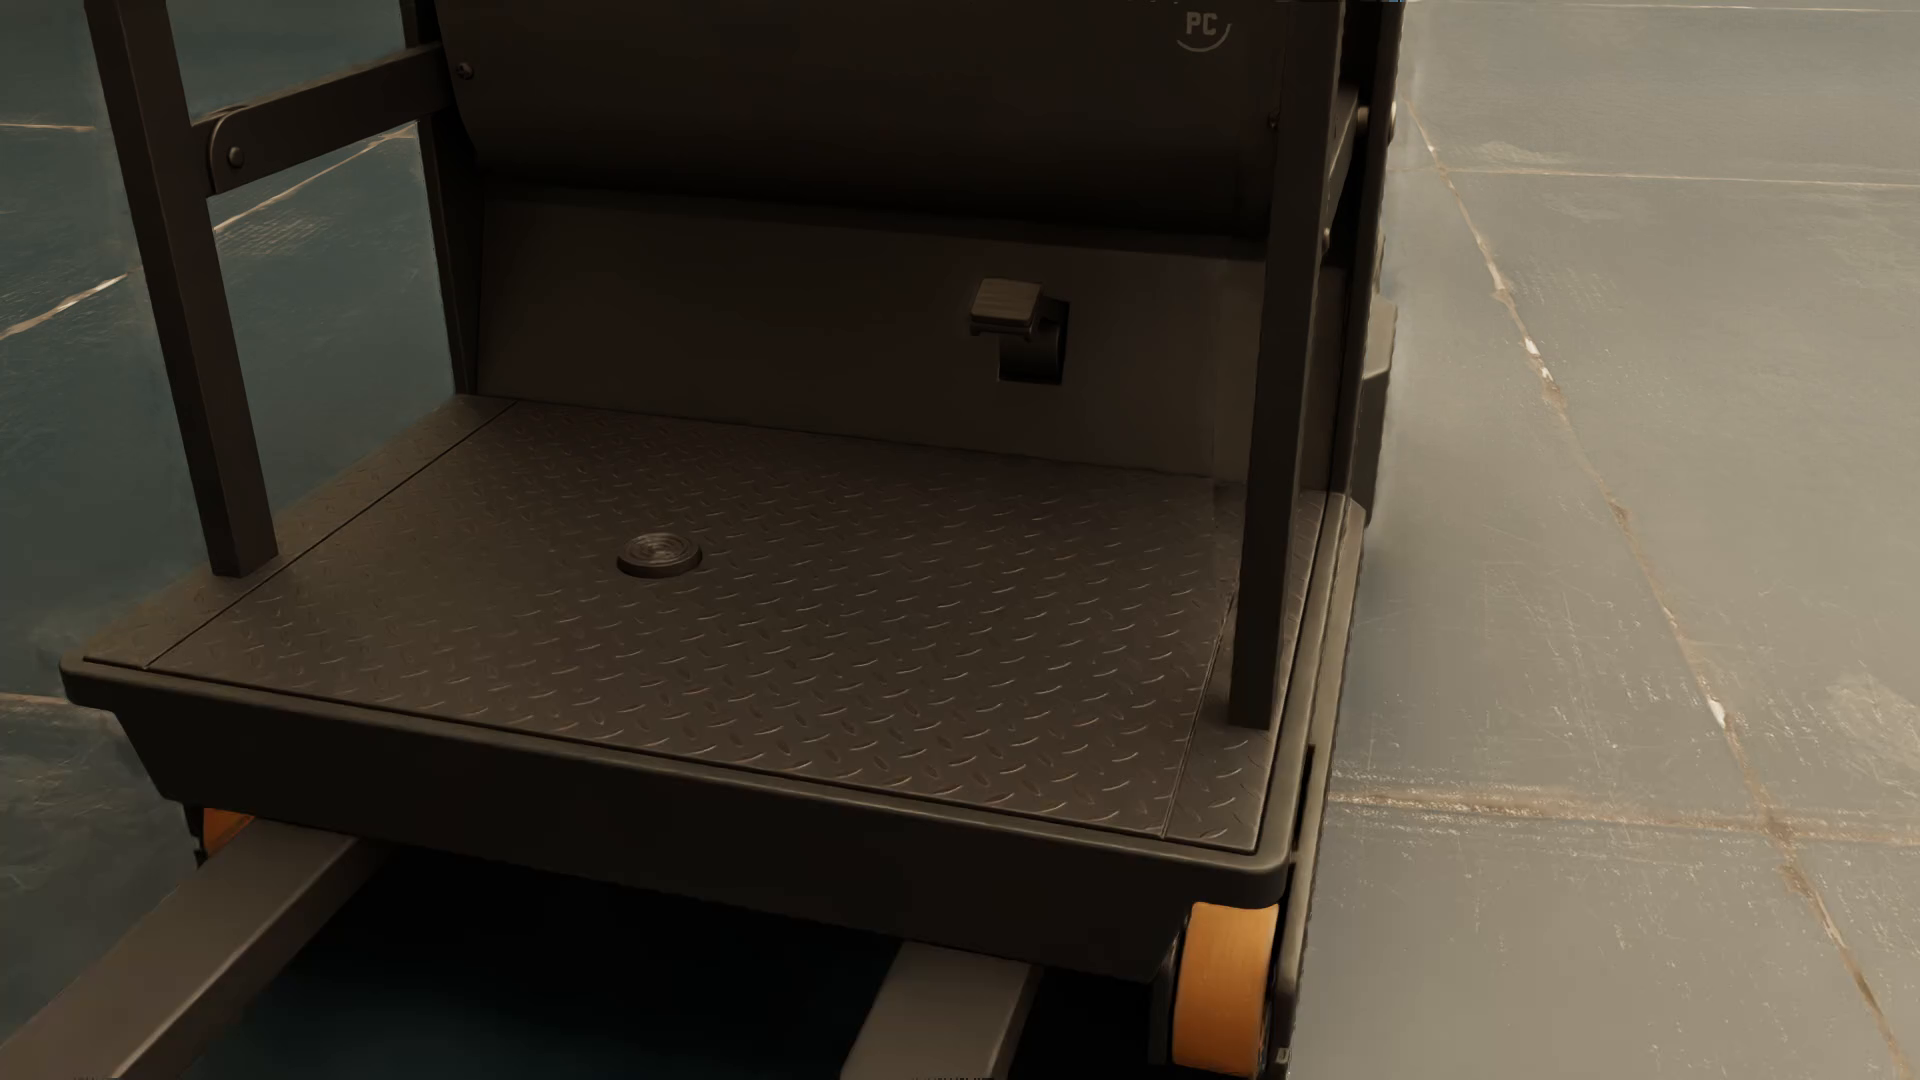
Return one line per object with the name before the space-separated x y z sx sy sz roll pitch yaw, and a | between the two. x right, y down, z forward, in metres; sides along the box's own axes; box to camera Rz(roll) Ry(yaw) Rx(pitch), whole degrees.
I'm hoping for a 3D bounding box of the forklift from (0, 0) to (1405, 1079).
forklift | -0.162 -1.018 1.258 1.121 2.935 3.031 7 27 14
